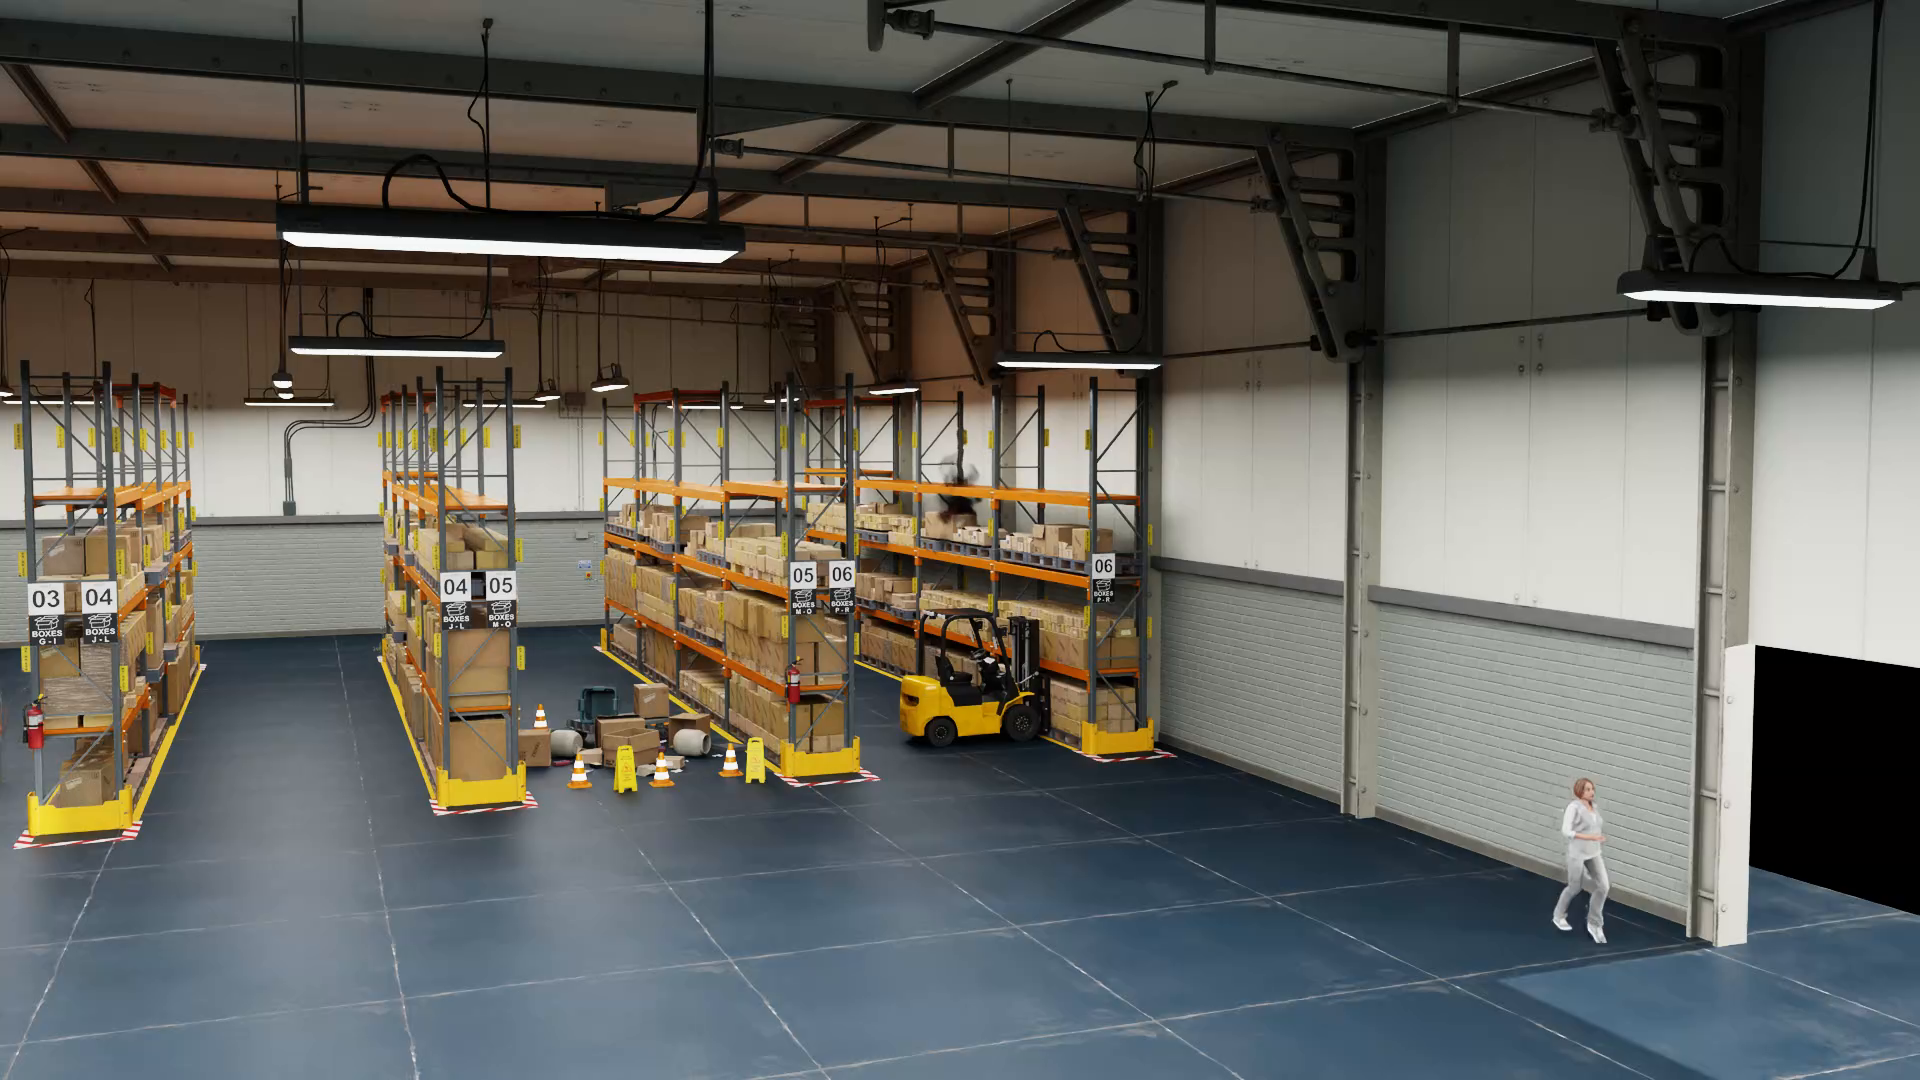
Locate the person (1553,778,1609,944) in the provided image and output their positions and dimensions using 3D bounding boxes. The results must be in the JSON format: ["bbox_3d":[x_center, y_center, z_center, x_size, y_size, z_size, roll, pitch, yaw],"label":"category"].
[{"bbox_3d":[6.240,3.203,16.680,0.538,1.653,0.628,-2,4,-24],"label":"person"}]

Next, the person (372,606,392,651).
[{"bbox_3d":[-13.342,1.777,38.990,0.978,1.715,0.725,0,3,-6],"label":"person"}]
